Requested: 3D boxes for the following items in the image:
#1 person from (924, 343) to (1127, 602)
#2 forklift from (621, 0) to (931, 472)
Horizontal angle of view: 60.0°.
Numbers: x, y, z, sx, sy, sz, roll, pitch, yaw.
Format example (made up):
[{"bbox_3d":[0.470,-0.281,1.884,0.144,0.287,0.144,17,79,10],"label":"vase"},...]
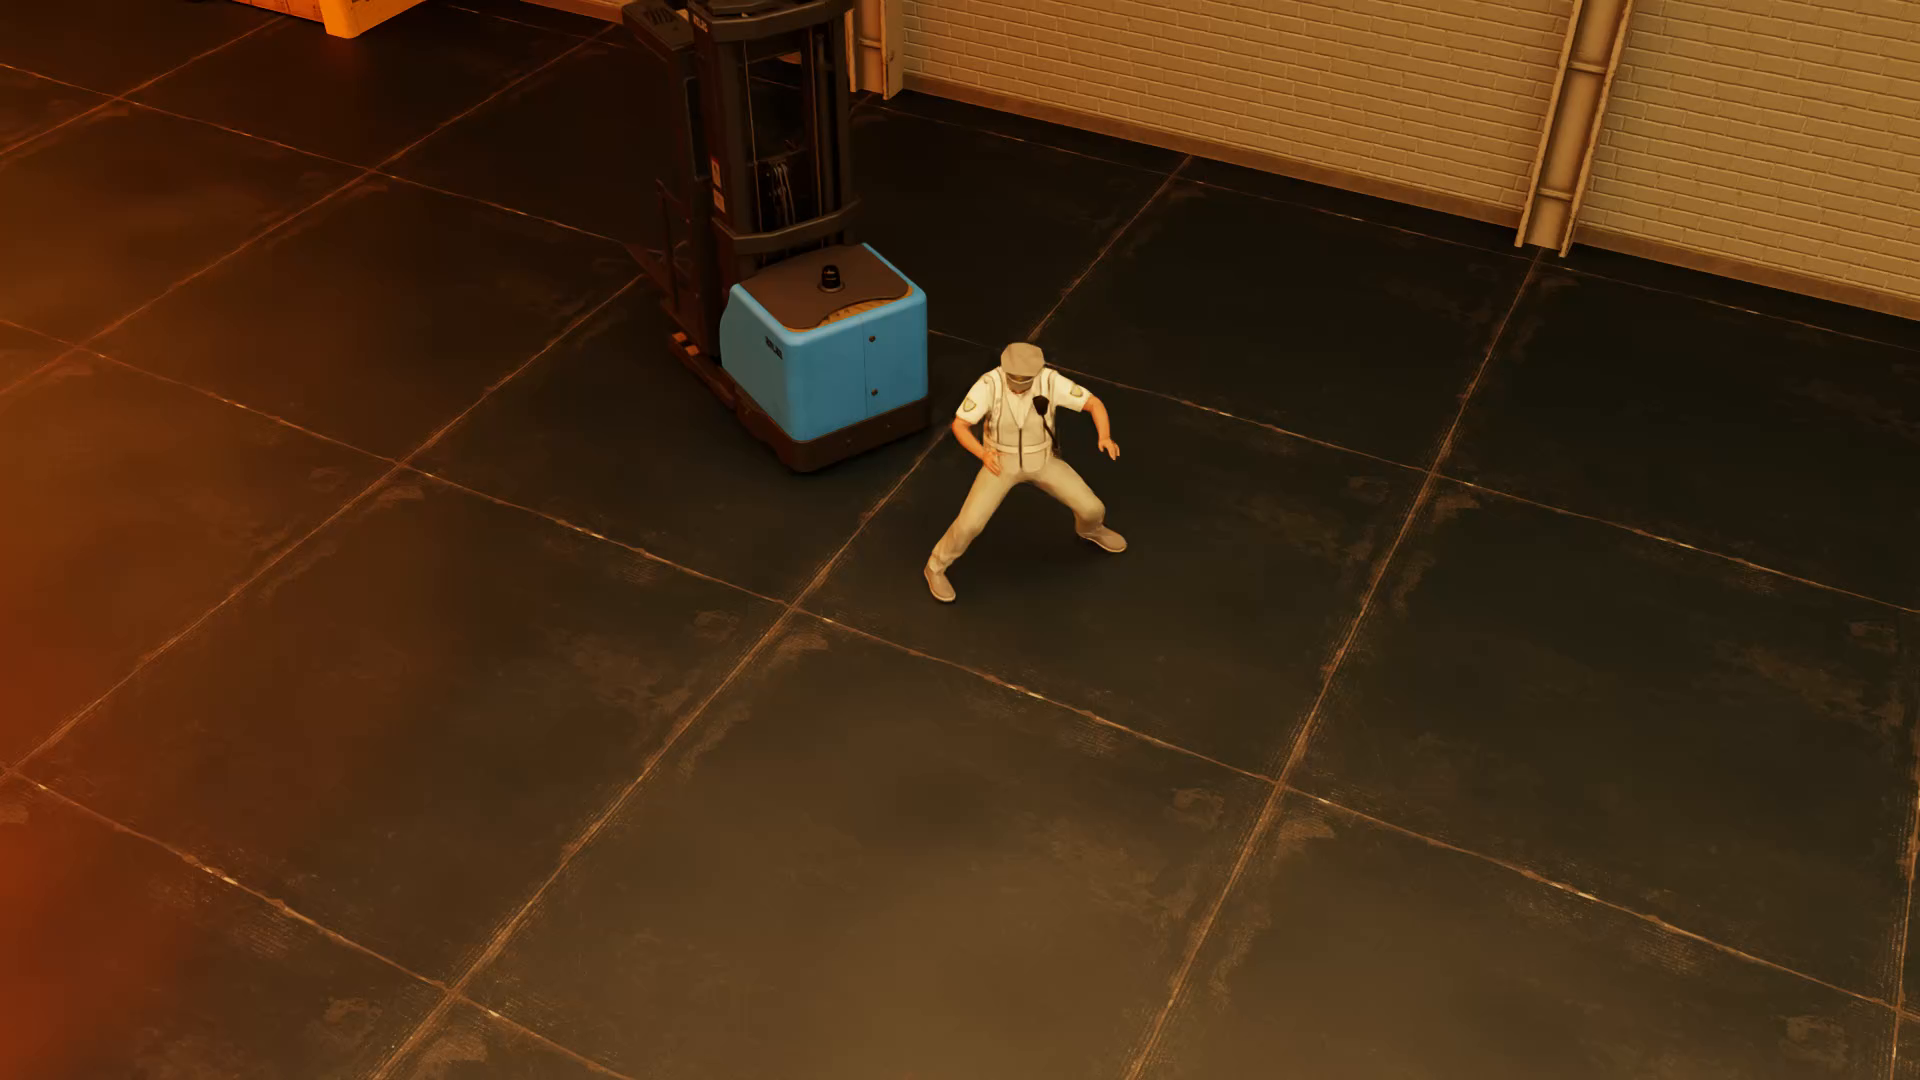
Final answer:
[{"bbox_3d":[0.402,-0.432,9.588,1.238,1.528,0.706,0,40,0],"label":"person"},{"bbox_3d":[-1.417,-2.474,10.924,1.130,2.935,3.031,-23,45,-25],"label":"forklift"}]
